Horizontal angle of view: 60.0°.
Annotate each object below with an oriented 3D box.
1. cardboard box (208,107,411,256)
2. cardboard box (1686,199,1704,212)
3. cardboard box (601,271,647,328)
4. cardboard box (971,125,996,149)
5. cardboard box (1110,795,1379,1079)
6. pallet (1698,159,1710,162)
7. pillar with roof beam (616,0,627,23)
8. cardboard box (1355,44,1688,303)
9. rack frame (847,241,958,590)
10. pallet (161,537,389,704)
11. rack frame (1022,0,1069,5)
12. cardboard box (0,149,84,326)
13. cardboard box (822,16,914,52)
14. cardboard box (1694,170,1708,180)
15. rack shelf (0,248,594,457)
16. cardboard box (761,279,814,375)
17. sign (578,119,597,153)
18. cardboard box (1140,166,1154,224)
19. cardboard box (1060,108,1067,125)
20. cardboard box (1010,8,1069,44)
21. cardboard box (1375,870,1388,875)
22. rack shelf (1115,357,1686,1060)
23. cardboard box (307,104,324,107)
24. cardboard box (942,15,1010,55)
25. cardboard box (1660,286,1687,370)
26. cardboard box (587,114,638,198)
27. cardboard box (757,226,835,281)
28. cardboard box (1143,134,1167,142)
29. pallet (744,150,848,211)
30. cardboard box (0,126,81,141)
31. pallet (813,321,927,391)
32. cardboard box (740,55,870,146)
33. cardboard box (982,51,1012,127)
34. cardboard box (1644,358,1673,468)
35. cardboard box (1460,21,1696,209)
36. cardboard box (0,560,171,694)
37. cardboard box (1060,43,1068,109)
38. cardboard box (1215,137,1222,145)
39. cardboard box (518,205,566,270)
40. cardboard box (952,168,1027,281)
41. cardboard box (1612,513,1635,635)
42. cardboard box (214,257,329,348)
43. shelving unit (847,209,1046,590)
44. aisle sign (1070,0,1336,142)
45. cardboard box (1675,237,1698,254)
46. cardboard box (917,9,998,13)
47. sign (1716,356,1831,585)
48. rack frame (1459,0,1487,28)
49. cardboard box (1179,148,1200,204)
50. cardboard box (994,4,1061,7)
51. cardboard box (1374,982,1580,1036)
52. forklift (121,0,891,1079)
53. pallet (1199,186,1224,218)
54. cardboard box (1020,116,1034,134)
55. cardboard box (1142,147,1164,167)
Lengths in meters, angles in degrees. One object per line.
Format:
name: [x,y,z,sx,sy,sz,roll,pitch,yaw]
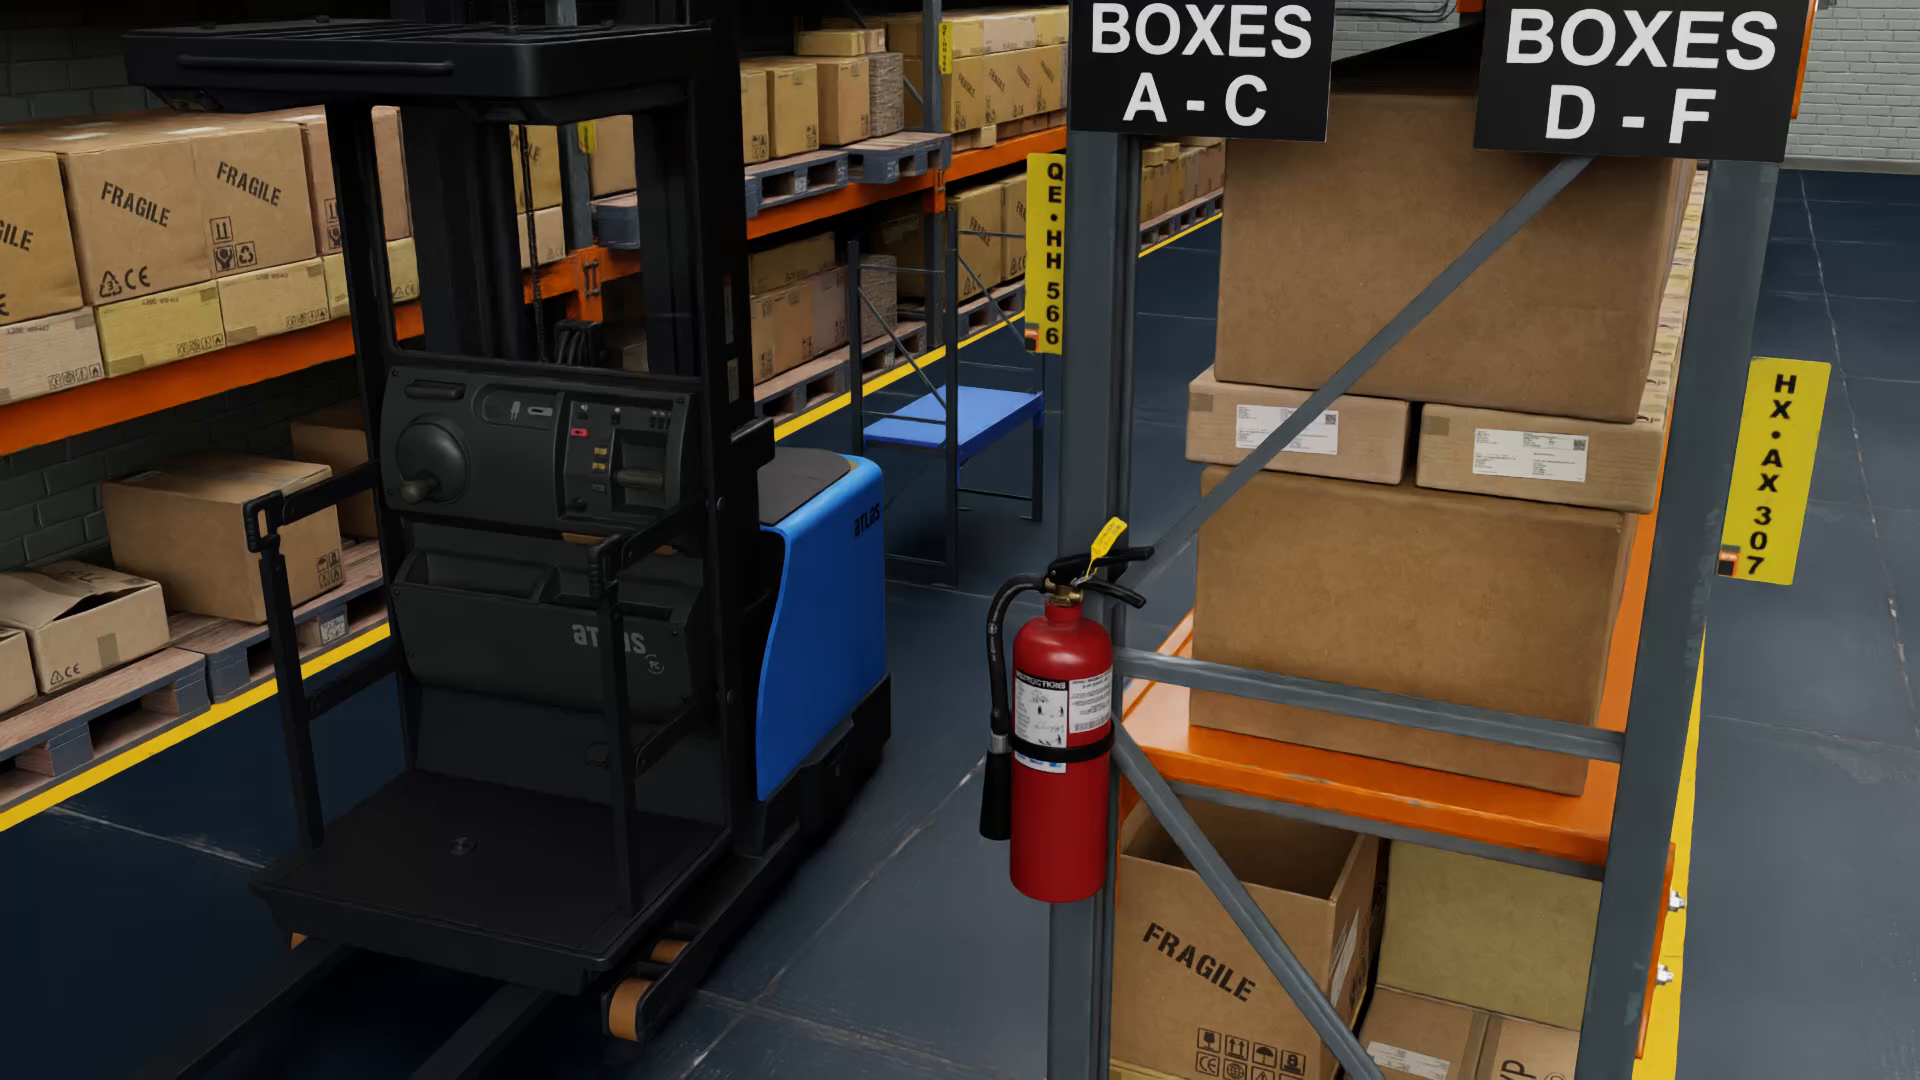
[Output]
cardboard box: [-2.566,-1.429,6.585,0.500,0.500,0.500,8,21,21]
cardboard box: [2.051,-0.955,5.061,0.380,0.149,0.250,9,21,23]
cardboard box: [-1.776,-1.375,9.313,0.500,0.250,0.500,8,21,22]
cardboard box: [0.042,-2.958,12.154,0.380,0.149,0.250,9,22,24]
cardboard box: [0.592,0.811,3.569,0.500,0.500,0.500,9,21,23]
pallet: [4.133,-2.300,10.247,1.213,0.211,1.003,9,21,23]
pillar with roof beam: [2.005,-4.810,8.063,9.100,9.000,0.400,9,21,23]
cardboard box: [1.285,-0.859,3.824,0.700,0.500,0.500,9,21,23]
rack frame: [-0.243,-0.525,7.207,0.500,1.500,0.032,9,21,23]
pallet: [-2.980,0.269,6.898,1.003,0.211,1.213,9,21,23]
rack frame: [1.037,-4.075,14.951,1.000,3.000,0.127,9,21,23]
cardboard box: [-3.196,-0.953,5.248,0.500,0.500,0.500,9,21,23]
cardboard box: [-0.652,-3.577,11.807,0.500,0.250,0.500,9,22,24]
cardboard box: [2.366,-1.191,5.725,0.380,0.149,0.250,9,21,23]
rack shelf: [-3.058,-0.679,6.476,1.077,0.370,4.000,9,21,23]
cardboard box: [-1.343,-1.357,10.383,0.700,0.500,0.500,8,21,22]
sign: [-1.741,-1.965,7.727,0.100,0.325,0.005,9,21,23]
cardboard box: [1.437,-3.310,15.903,0.700,0.500,0.500,9,21,23]
cardboard box: [0.713,-3.516,13.724,0.380,0.149,0.250,9,21,23]
cardboard box: [0.652,-4.136,13.381,0.500,0.250,0.500,9,21,24]
cardboard box: [0.991,0.857,4.558,0.500,0.250,0.500,9,21,23]
rack shelf: [1.463,-0.001,4.568,1.077,0.370,4.000,9,21,23]
cardboard box: [-2.837,-1.649,7.204,0.500,0.500,0.500,8,21,22]
cardboard box: [0.040,-3.670,12.070,0.500,0.250,0.500,8,21,22]
cardboard box: [1.422,-0.487,3.745,0.380,0.149,0.250,8,21,21]
cardboard box: [-1.999,-2.035,8.408,0.700,0.500,0.500,9,21,23]
cardboard box: [-1.139,-1.842,10.627,0.500,0.250,0.500,9,21,24]
cardboard box: [1.935,-4.152,17.304,0.380,0.149,0.250,9,21,23]
pallet: [-1.374,-2.151,9.828,1.003,0.211,1.213,9,21,23]
cardboard box: [-3.455,-1.183,5.894,0.500,0.500,0.500,8,21,21]
pallet: [-0.922,-1.300,11.309,1.003,0.211,1.213,9,21,23]
cardboard box: [-0.988,-2.787,10.524,0.700,0.500,0.500,6,21,18]
cardboard box: [0.054,-3.321,12.208,0.500,0.500,0.500,9,22,24]
cardboard box: [1.107,-0.253,3.085,0.380,0.149,0.250,8,21,21]
cardboard box: [1.900,-1.318,5.114,0.700,0.500,0.500,8,21,23]
cardboard box: [-3.278,0.279,6.063,0.500,0.311,0.500,11,22,27]
cardboard box: [0.665,-3.786,13.516,0.500,0.500,0.500,9,21,23]
cardboard box: [2.593,-4.332,17.808,0.380,0.149,0.250,8,21,22]
cardboard box: [-2.156,-1.382,7.572,0.500,0.250,0.500,9,21,23]
cardboard box: [0.184,-2.511,13.135,0.750,0.750,0.750,8,21,22]
cardboard box: [1.057,-0.078,3.561,0.700,0.500,0.500,9,22,24]
cardboard box: [-2.765,-0.921,6.276,0.500,0.250,0.500,9,21,23]
shelving unit: [-0.035,-0.681,7.644,0.538,1.500,1.048,9,21,23]
aisle sign: [0.349,-0.973,2.349,0.394,0.787,0.004,9,21,23]
cardboard box: [1.739,-0.722,4.404,0.380,0.149,0.250,9,22,24]
cardboard box: [-0.015,-4.047,13.129,0.500,0.250,0.500,8,21,21]
sign: [1.148,-0.095,2.351,0.100,0.325,0.005,9,21,23]
rack frame: [2.282,-0.951,6.166,1.000,3.000,0.127,9,21,23]
cardboard box: [2.069,-3.784,17.235,0.700,0.500,0.500,8,21,21]
cardboard box: [0.611,-4.520,14.461,0.500,0.250,0.500,9,22,24]
cardboard box: [1.268,1.083,3.925,0.500,0.250,0.500,9,21,23]
forklift: [-1.212,-0.234,4.253,1.130,2.935,3.031,7,21,18]
pallet: [2.419,-3.729,18.139,1.003,0.211,1.213,9,21,23]
cardboard box: [0.363,-3.283,13.068,0.380,0.149,0.250,9,21,23]
cardboard box: [1.744,-3.695,16.018,0.380,0.149,0.250,9,22,25]
